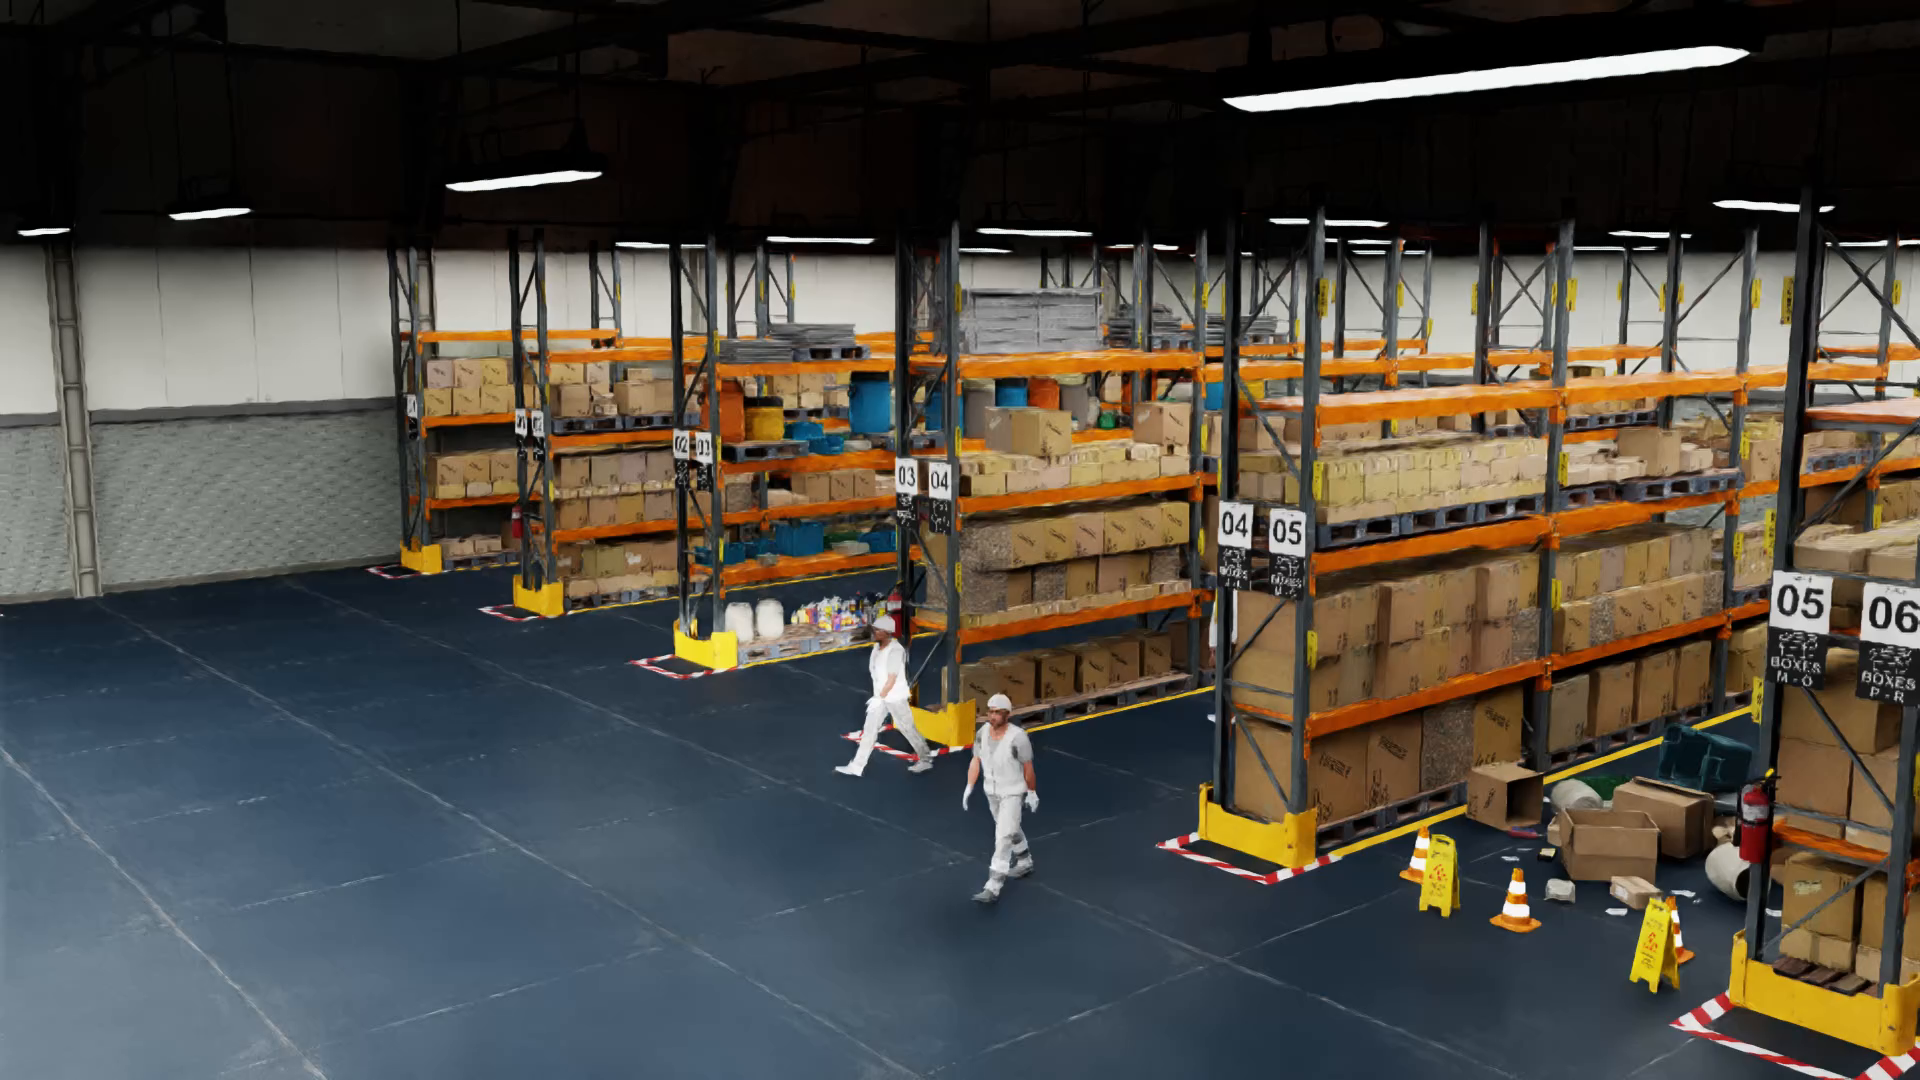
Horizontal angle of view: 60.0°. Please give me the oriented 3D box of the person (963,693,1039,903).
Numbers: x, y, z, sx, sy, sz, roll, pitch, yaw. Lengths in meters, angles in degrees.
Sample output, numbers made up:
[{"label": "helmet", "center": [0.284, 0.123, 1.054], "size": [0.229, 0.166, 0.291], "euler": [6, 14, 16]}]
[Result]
[{"label": "person", "center": [0.333, 2.145, 14.137], "size": [0.528, 1.728, 1.032], "euler": [8, 12, 41]}]

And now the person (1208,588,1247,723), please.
[{"label": "person", "center": [3.270, 1.254, 19.738], "size": [0.677, 1.765, 0.636], "euler": [-1, 9, -9]}]

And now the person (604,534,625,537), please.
[{"label": "person", "center": [-6.173, -0.147, 29.223], "size": [1.126, 1.645, 0.542], "euler": [-7, 11, -37]}]

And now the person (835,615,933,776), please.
[{"label": "person", "center": [-0.778, 1.636, 17.454], "size": [1.036, 1.723, 0.552], "euler": [-5, 10, -31]}]
